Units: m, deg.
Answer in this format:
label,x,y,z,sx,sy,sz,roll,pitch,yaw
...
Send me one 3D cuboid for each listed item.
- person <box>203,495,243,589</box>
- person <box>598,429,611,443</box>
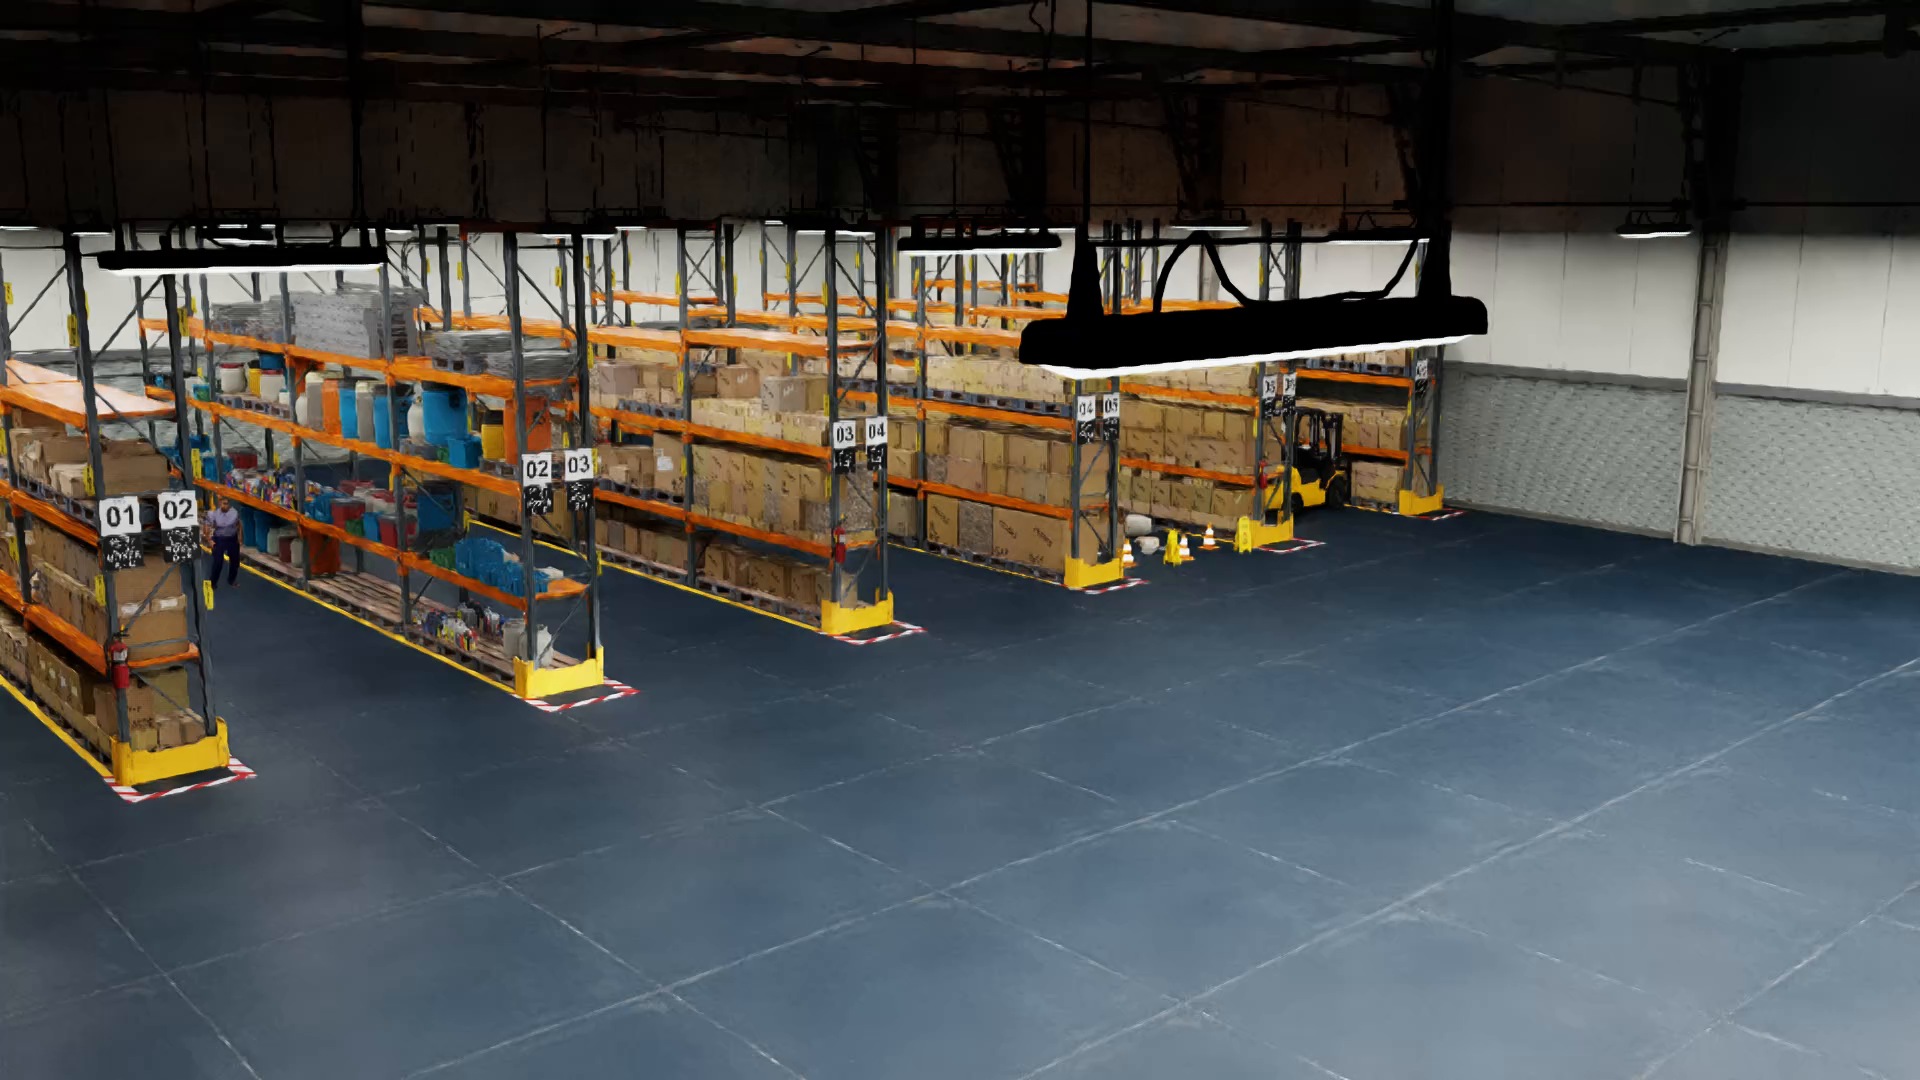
label,x,y,z,sx,sy,sz,roll,pitch,yaw
person,-12.283,0.024,27.759,0.625,1.596,0.517,-10,15,-42
person,-7.579,-1.551,35.303,0.542,1.645,1.126,-9,15,-38
